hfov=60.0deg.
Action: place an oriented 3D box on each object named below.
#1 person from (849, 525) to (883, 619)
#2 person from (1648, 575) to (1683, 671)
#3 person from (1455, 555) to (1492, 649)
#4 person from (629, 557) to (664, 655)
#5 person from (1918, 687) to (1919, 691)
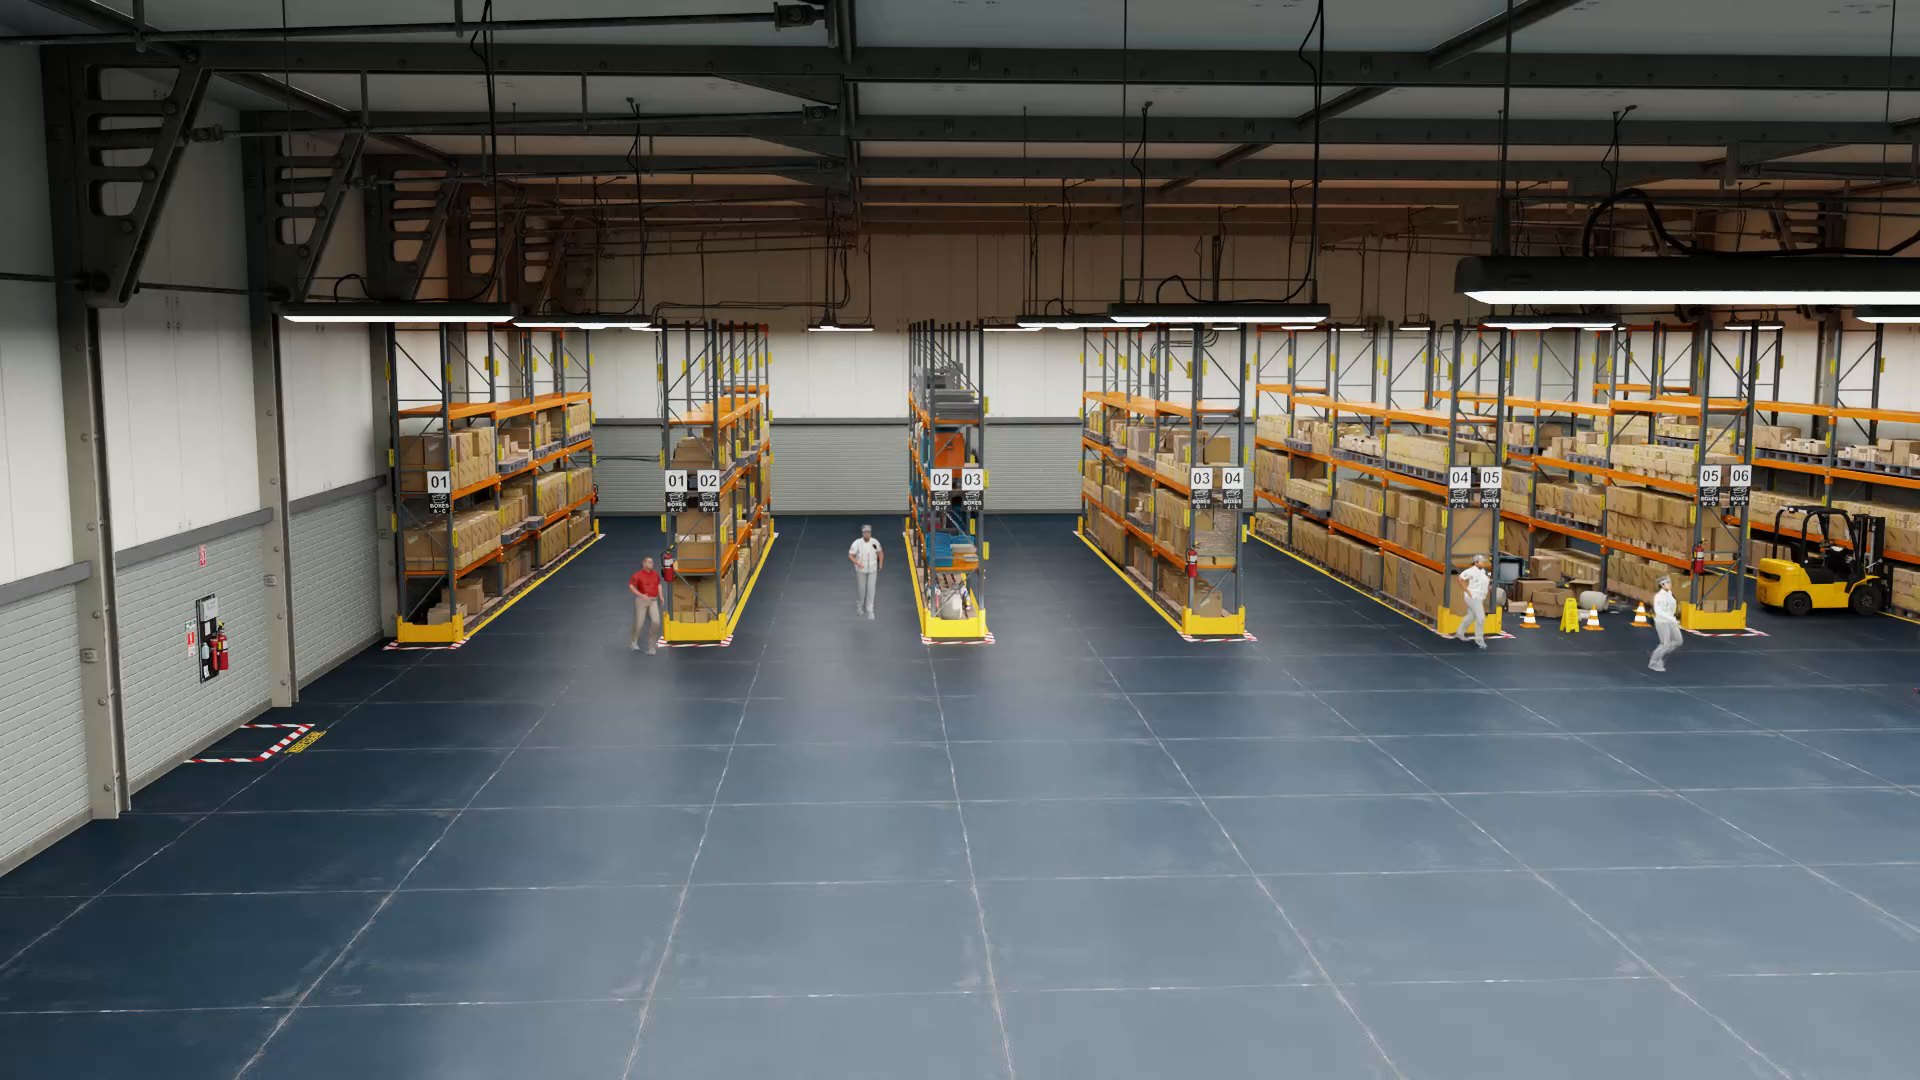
[{"bbox_3d":[-1.806,0.599,32.198,0.689,1.819,0.745,-2,7,-14],"label":"person"},{"bbox_3d":[12.033,1.413,28.329,0.585,1.655,0.524,-7,10,-44],"label":"person"},{"bbox_3d":[9.483,1.122,30.673,0.722,1.712,0.608,6,9,41],"label":"person"},{"bbox_3d":[-5.638,1.189,30.101,0.707,1.745,0.717,-5,8,-33],"label":"person"},{"bbox_3d":[14.947,1.828,25.123,0.803,1.611,0.620,5,9,38],"label":"person"}]
